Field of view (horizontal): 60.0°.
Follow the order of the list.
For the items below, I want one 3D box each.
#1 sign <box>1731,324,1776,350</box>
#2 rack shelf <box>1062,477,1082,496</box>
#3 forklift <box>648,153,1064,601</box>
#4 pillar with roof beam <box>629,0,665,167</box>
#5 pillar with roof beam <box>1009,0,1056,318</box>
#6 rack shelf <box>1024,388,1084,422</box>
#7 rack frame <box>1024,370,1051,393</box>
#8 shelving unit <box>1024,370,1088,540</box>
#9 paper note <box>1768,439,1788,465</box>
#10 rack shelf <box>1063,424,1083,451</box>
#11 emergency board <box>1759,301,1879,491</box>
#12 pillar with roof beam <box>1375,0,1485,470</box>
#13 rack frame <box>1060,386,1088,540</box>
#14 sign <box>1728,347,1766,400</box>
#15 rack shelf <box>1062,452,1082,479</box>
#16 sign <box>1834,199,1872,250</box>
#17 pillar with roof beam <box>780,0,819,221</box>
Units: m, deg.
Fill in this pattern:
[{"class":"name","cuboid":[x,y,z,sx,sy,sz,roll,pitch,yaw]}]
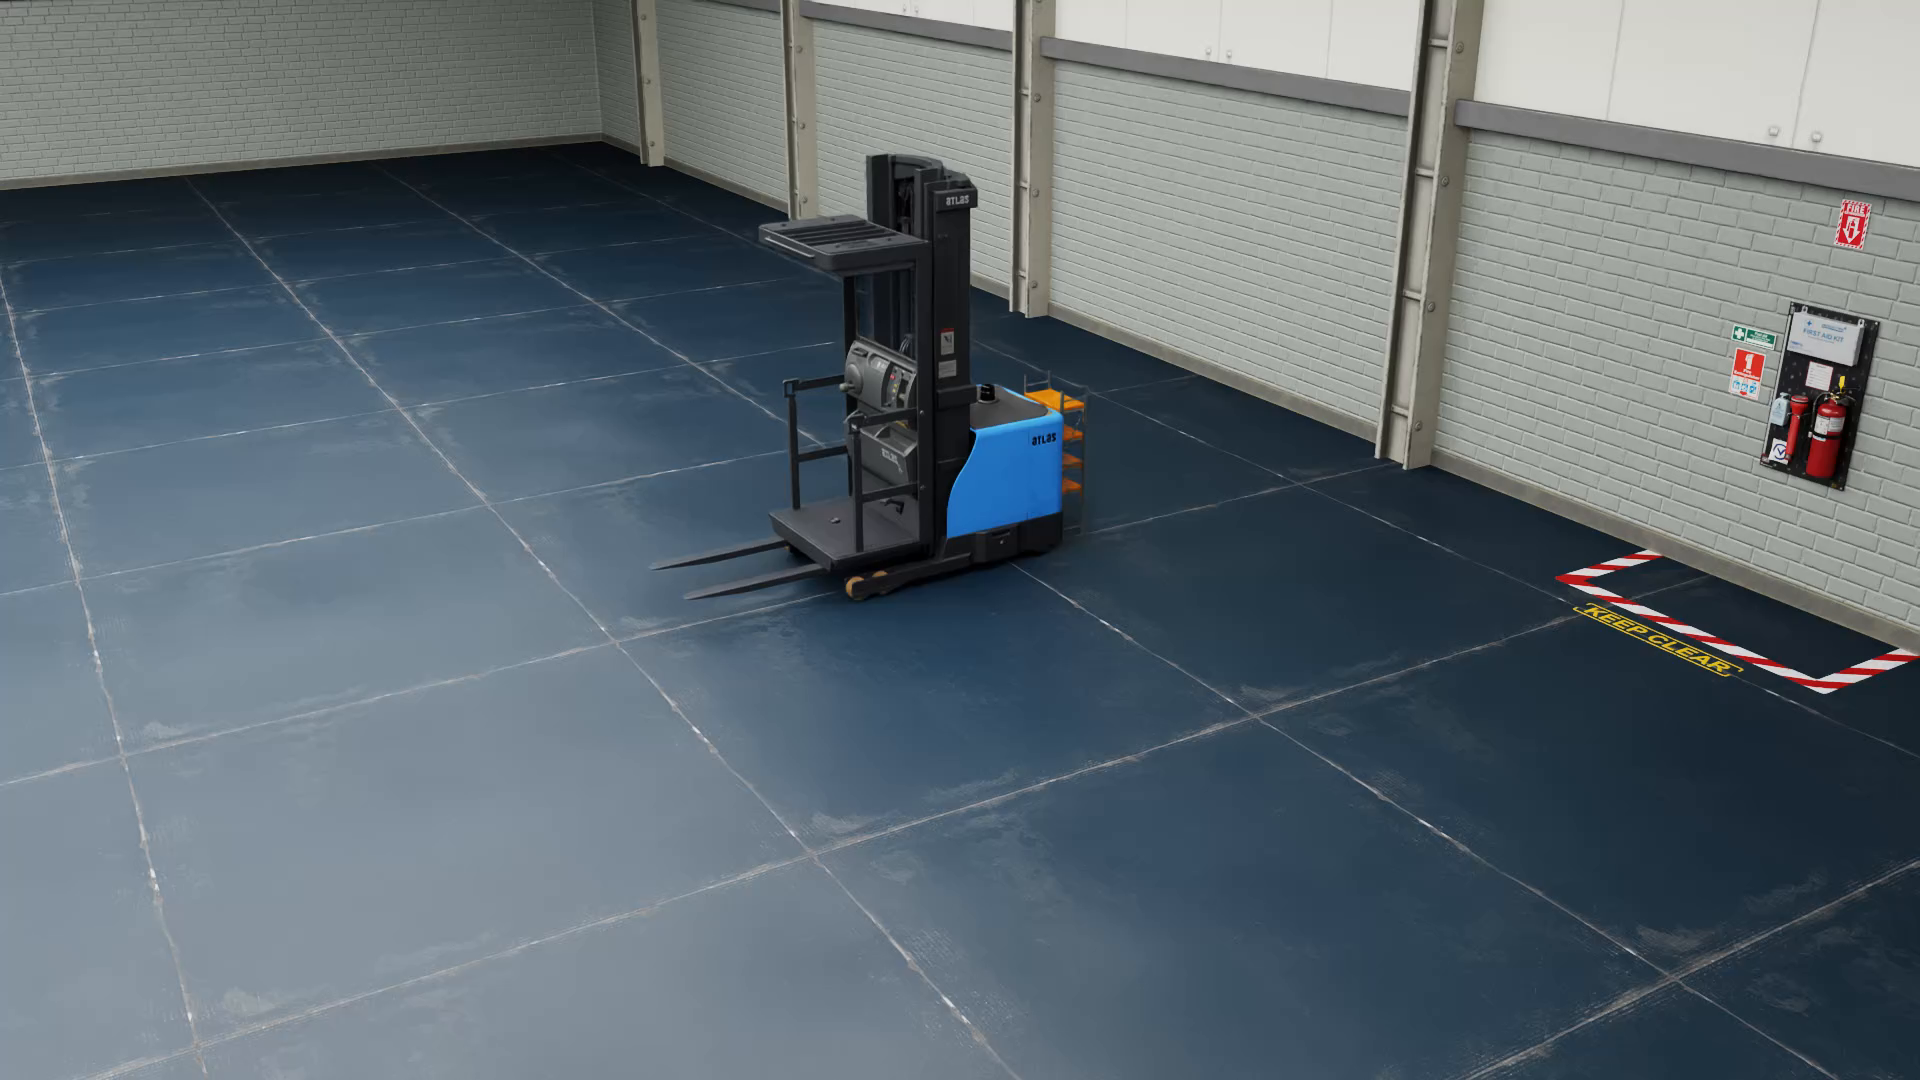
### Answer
[{"class":"sign","cuboid":[5.508,-1.408,11.541,0.001,0.109,0.331,-13,25,-28]},{"class":"rack shelf","cuboid":[0.724,-0.405,12.921,0.258,0.148,0.480,-13,26,-29]},{"class":"forklift","cuboid":[-0.743,-1.157,11.765,3.031,2.935,1.130,-13,26,-29]},{"class":"pillar with roof beam","cuboid":[-9.024,-9.863,25.127,9.100,9.000,0.400,-13,25,-28]},{"class":"pillar with roof beam","cuboid":[-2.894,-5.979,15.570,9.100,9.000,0.400,-13,25,-28]},{"class":"rack shelf","cuboid":[0.725,-1.016,12.673,0.258,0.148,0.480,-13,26,-29]},{"class":"rack frame","cuboid":[0.596,-0.730,13.013,0.240,1.200,0.015,-13,26,-29]},{"class":"shelving unit","cuboid":[0.724,-0.651,12.821,0.258,1.200,0.503,-13,26,-29]},{"class":"paper note","cuboid":[5.676,-0.613,11.506,0.016,0.148,0.142,-13,25,-28]},{"class":"rack shelf","cuboid":[0.724,-0.796,12.762,0.258,0.148,0.480,-13,26,-29]},{"class":"emergency board","cuboid":[5.707,-0.950,11.166,0.194,1.169,0.643,-13,25,-28]},{"class":"pillar with roof beam","cuboid":[0.171,-4.037,10.792,9.100,9.000,0.400,-13,25,-28]},{"class":"rack frame","cuboid":[0.853,-0.573,12.628,0.240,1.200,0.015,-13,26,-29]},{"class":"sign","cuboid":[5.513,-1.166,11.649,0.001,0.329,0.234,-13,25,-28]},{"class":"rack shelf","cuboid":[0.724,-0.589,12.846,0.258,0.148,0.480,-13,26,-29]},{"class":"sign","cuboid":[5.789,-2.046,10.783,0.001,0.298,0.199,-13,25,-28]},{"class":"pillar with roof beam","cuboid":[-5.959,-7.921,20.349,9.100,9.000,0.400,-13,25,-28]}]
